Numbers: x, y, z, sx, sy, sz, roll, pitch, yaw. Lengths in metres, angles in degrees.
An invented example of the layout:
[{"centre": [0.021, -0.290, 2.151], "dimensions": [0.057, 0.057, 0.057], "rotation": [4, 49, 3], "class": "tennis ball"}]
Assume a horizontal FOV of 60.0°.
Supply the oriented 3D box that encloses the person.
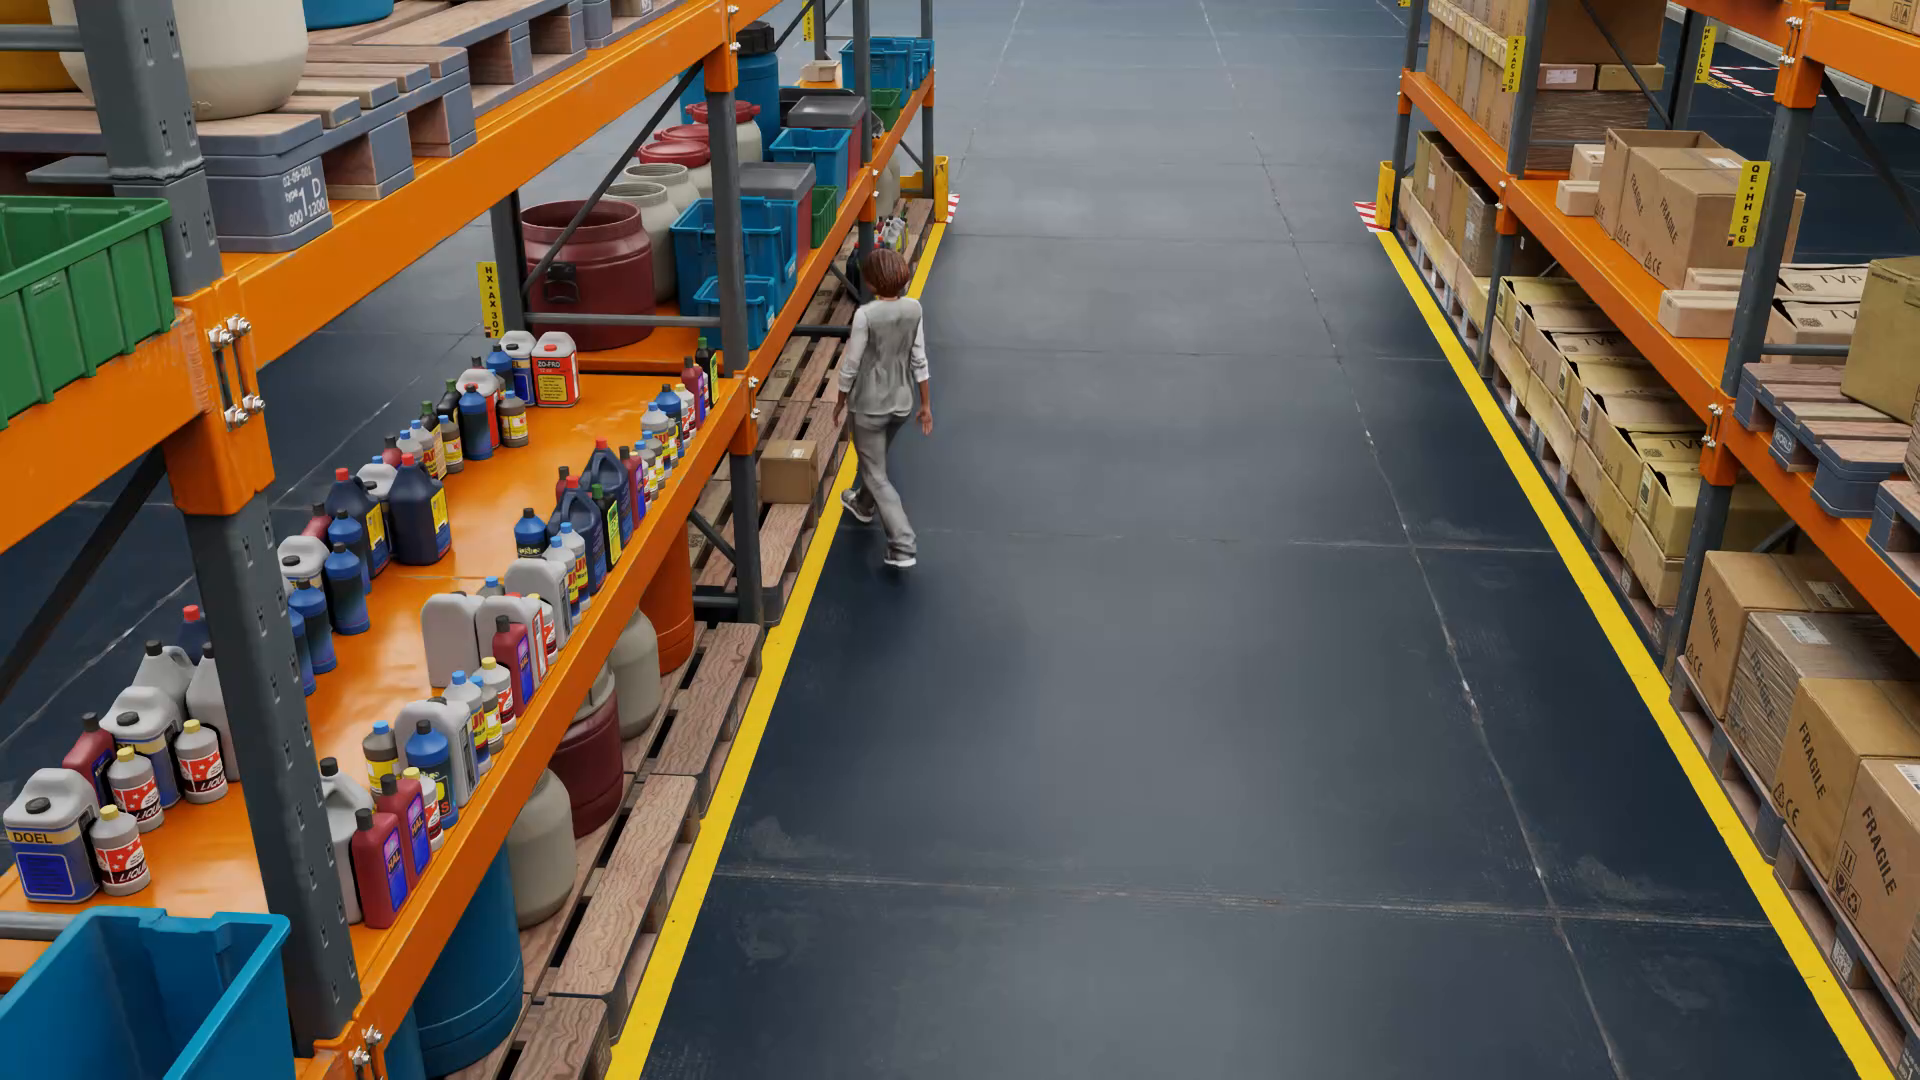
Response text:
[{"centre": [-0.423, -0.688, 8.132], "dimensions": [0.437, 1.532, 0.960], "rotation": [-18, 30, -33], "class": "person"}]
